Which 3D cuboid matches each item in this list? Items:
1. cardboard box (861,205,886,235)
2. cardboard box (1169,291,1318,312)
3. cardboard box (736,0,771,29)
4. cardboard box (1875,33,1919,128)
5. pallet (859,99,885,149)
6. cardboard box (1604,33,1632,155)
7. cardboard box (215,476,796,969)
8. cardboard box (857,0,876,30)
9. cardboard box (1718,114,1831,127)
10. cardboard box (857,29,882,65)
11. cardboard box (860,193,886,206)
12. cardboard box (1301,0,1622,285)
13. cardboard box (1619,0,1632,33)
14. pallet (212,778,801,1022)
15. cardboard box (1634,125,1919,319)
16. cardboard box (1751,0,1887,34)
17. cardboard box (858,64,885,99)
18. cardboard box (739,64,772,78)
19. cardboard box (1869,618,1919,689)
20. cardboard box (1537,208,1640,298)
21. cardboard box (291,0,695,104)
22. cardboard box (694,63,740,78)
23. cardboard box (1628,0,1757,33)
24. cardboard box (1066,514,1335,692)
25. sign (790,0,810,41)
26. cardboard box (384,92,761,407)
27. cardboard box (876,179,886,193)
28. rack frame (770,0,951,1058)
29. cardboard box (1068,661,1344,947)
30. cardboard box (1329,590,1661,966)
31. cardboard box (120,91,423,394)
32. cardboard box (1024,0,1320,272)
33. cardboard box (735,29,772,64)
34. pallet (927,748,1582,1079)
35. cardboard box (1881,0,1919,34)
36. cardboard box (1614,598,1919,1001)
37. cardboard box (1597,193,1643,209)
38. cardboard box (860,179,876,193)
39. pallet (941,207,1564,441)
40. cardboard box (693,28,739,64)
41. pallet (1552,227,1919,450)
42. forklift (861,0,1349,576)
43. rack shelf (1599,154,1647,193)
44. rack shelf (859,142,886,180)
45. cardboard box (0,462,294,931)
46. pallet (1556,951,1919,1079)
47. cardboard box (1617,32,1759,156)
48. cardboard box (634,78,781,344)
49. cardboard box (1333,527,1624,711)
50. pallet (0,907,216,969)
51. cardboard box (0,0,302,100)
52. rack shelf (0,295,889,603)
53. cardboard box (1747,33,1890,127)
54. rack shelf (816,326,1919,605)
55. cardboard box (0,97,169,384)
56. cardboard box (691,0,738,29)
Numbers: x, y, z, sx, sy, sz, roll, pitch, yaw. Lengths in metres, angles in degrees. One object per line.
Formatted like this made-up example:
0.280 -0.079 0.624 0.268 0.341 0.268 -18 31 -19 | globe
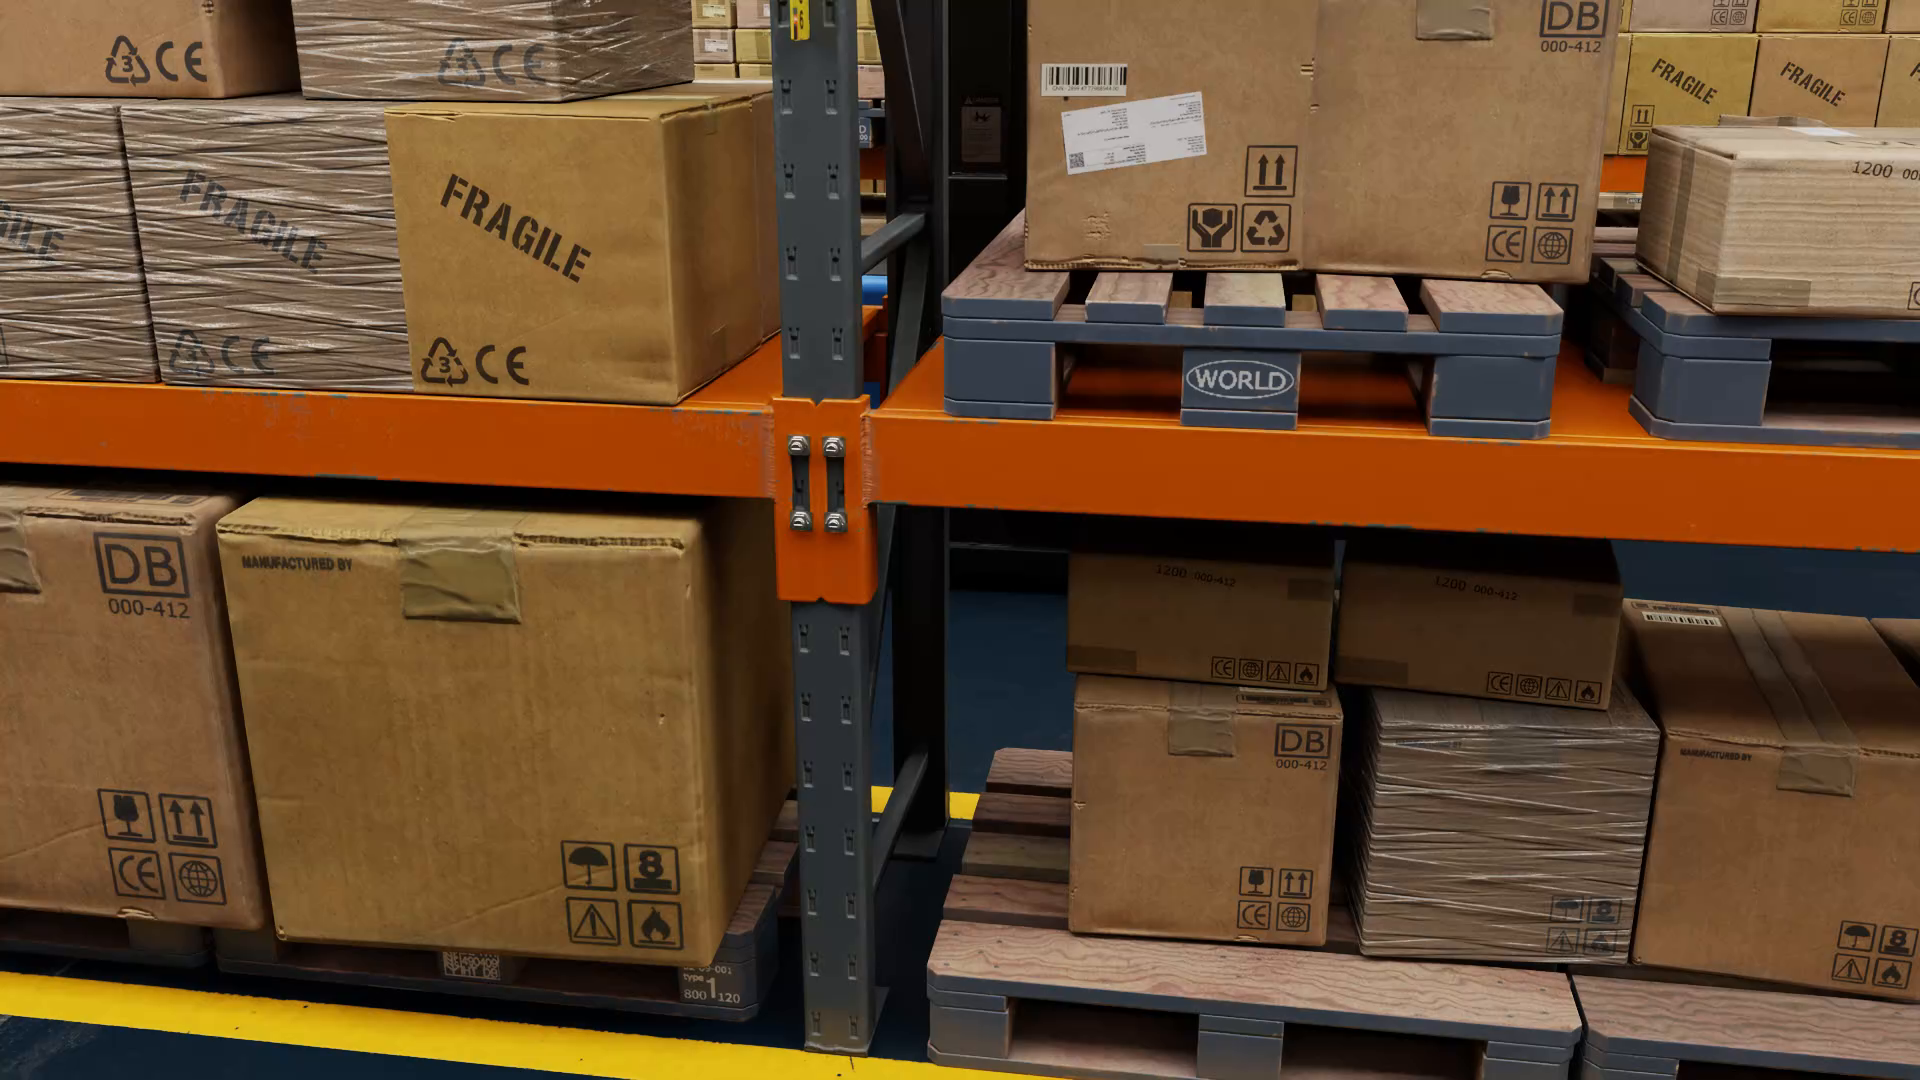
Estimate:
-0.496 -1.458 8.028 0.500 0.250 0.500 3 19 9 | cardboard box
1.308 -1.187 8.008 0.750 0.750 1.050 3 19 8 | cardboard box
-0.843 -2.410 7.575 0.250 0.149 0.380 3 19 9 | cardboard box
4.113 -1.903 7.104 0.500 0.500 0.500 3 19 8 | cardboard box
0.000 -2.025 7.932 1.003 0.211 1.213 3 19 9 | pallet
2.613 -1.978 7.330 0.500 0.500 0.500 3 19 8 | cardboard box
-0.844 0.202 3.659 0.875 0.875 1.225 2 19 6 | cardboard box
-0.342 -2.384 7.496 0.250 0.149 0.380 4 19 10 | cardboard box
1.524 -0.701 3.222 0.258 0.266 0.396 2 19 7 | cardboard box
-0.363 -2.243 7.543 0.250 0.149 0.380 3 19 10 | cardboard box
-0.422 -1.619 8.511 0.500 0.250 0.500 3 19 8 | cardboard box
0.941 -0.800 3.148 0.500 0.500 0.700 6 19 17 | cardboard box
2.674 -2.534 7.416 0.500 0.500 0.700 3 19 8 | cardboard box
-0.932 0.694 3.896 1.213 0.211 1.003 3 19 9 | pallet
1.453 -0.537 2.755 0.500 0.250 0.500 2 19 7 | cardboard box
3.671 -2.483 7.262 0.500 0.500 0.700 3 19 8 | cardboard box
-0.338 -2.101 7.588 0.250 0.149 0.380 3 19 10 | cardboard box
-0.849 -2.127 7.668 0.250 0.149 0.380 2 19 6 | cardboard box
2.161 0.517 3.276 0.500 0.500 0.700 1 19 4 | cardboard box
3.091 -1.098 7.740 0.750 0.750 1.050 3 19 9 | cardboard box
-0.885 -1.130 3.215 0.637 0.503 0.797 4 19 11 | cardboard box
-1.105 -2.141 7.709 0.250 0.149 0.380 3 19 10 | cardboard box
3.172 -2.508 7.339 0.500 0.500 0.700 3 19 9 | cardboard box
0.501 0.080 3.400 0.500 0.250 0.500 4 19 11 | cardboard box
-0.250 -0.940 2.561 0.005 0.325 0.100 3 19 9 | sign
-0.692 -0.560 3.091 0.500 0.500 0.500 4 19 10 | cardboard box
-0.142 -2.968 13.134 0.875 0.875 0.875 3 19 9 | cardboard box
-0.166 -0.565 3.265 0.127 3.000 1.000 3 19 9 | rack frame
0.499 0.439 3.510 0.500 0.500 0.700 2 19 6 | cardboard box
1.049 0.463 3.438 0.500 0.500 0.700 1 19 4 | cardboard box
-1.183 -0.587 3.172 0.500 0.500 0.500 3 19 8 | cardboard box
0.374 -0.797 3.139 0.500 0.500 0.500 1 19 2 | cardboard box
-0.855 -2.269 7.621 0.250 0.149 0.380 3 19 8 | cardboard box
0.606 0.797 3.588 1.213 0.211 1.003 3 19 9 | pallet
4.179 -2.457 7.187 0.500 0.500 0.700 3 19 8 | cardboard box
1.610 0.489 3.359 0.500 0.500 0.700 5 19 13 | cardboard box
4.837 -2.447 12.369 0.625 0.372 0.950 3 19 9 | cardboard box
-1.025 -3.014 13.269 0.875 0.875 0.875 3 19 10 | cardboard box
0.555 -0.472 3.288 1.003 0.211 1.213 3 19 9 | pallet
-1.113 -2.281 7.660 0.250 0.149 0.380 3 19 10 | cardboard box
1.795 -0.387 3.036 1.213 0.211 1.003 3 19 9 | pallet
0.624 -1.363 5.756 3.031 2.935 1.130 2 19 7 | forklift
2.696 -1.672 7.707 4.000 0.370 1.077 3 19 9 | rack shelf
-1.254 -1.873 8.309 4.000 0.370 1.077 3 19 9 | rack shelf
-1.722 0.155 3.800 0.875 0.875 1.225 3 19 9 | cardboard box
1.807 0.859 3.403 1.213 0.211 1.003 3 19 9 | pallet
3.115 -1.953 7.256 0.500 0.500 0.500 3 19 9 | cardboard box
-0.602 -0.722 3.577 0.500 0.500 0.500 3 19 10 | cardboard box
1.026 0.104 3.330 0.500 0.250 0.500 5 19 15 | cardboard box
-2.133 0.632 4.082 1.213 0.211 1.003 3 19 9 | pallet
-1.528 -1.164 3.316 0.637 0.503 0.797 3 19 10 | cardboard box
-2.140 -0.325 3.680 4.000 0.370 1.077 3 19 9 | rack shelf
3.614 -1.928 7.180 0.500 0.500 0.500 3 19 8 | cardboard box
1.809 -0.123 3.078 4.000 0.370 1.077 3 19 9 | rack shelf
-1.697 -0.612 3.247 0.500 0.500 0.500 2 19 7 | cardboard box
-1.112 -2.423 7.614 0.250 0.149 0.380 4 19 11 | cardboard box
